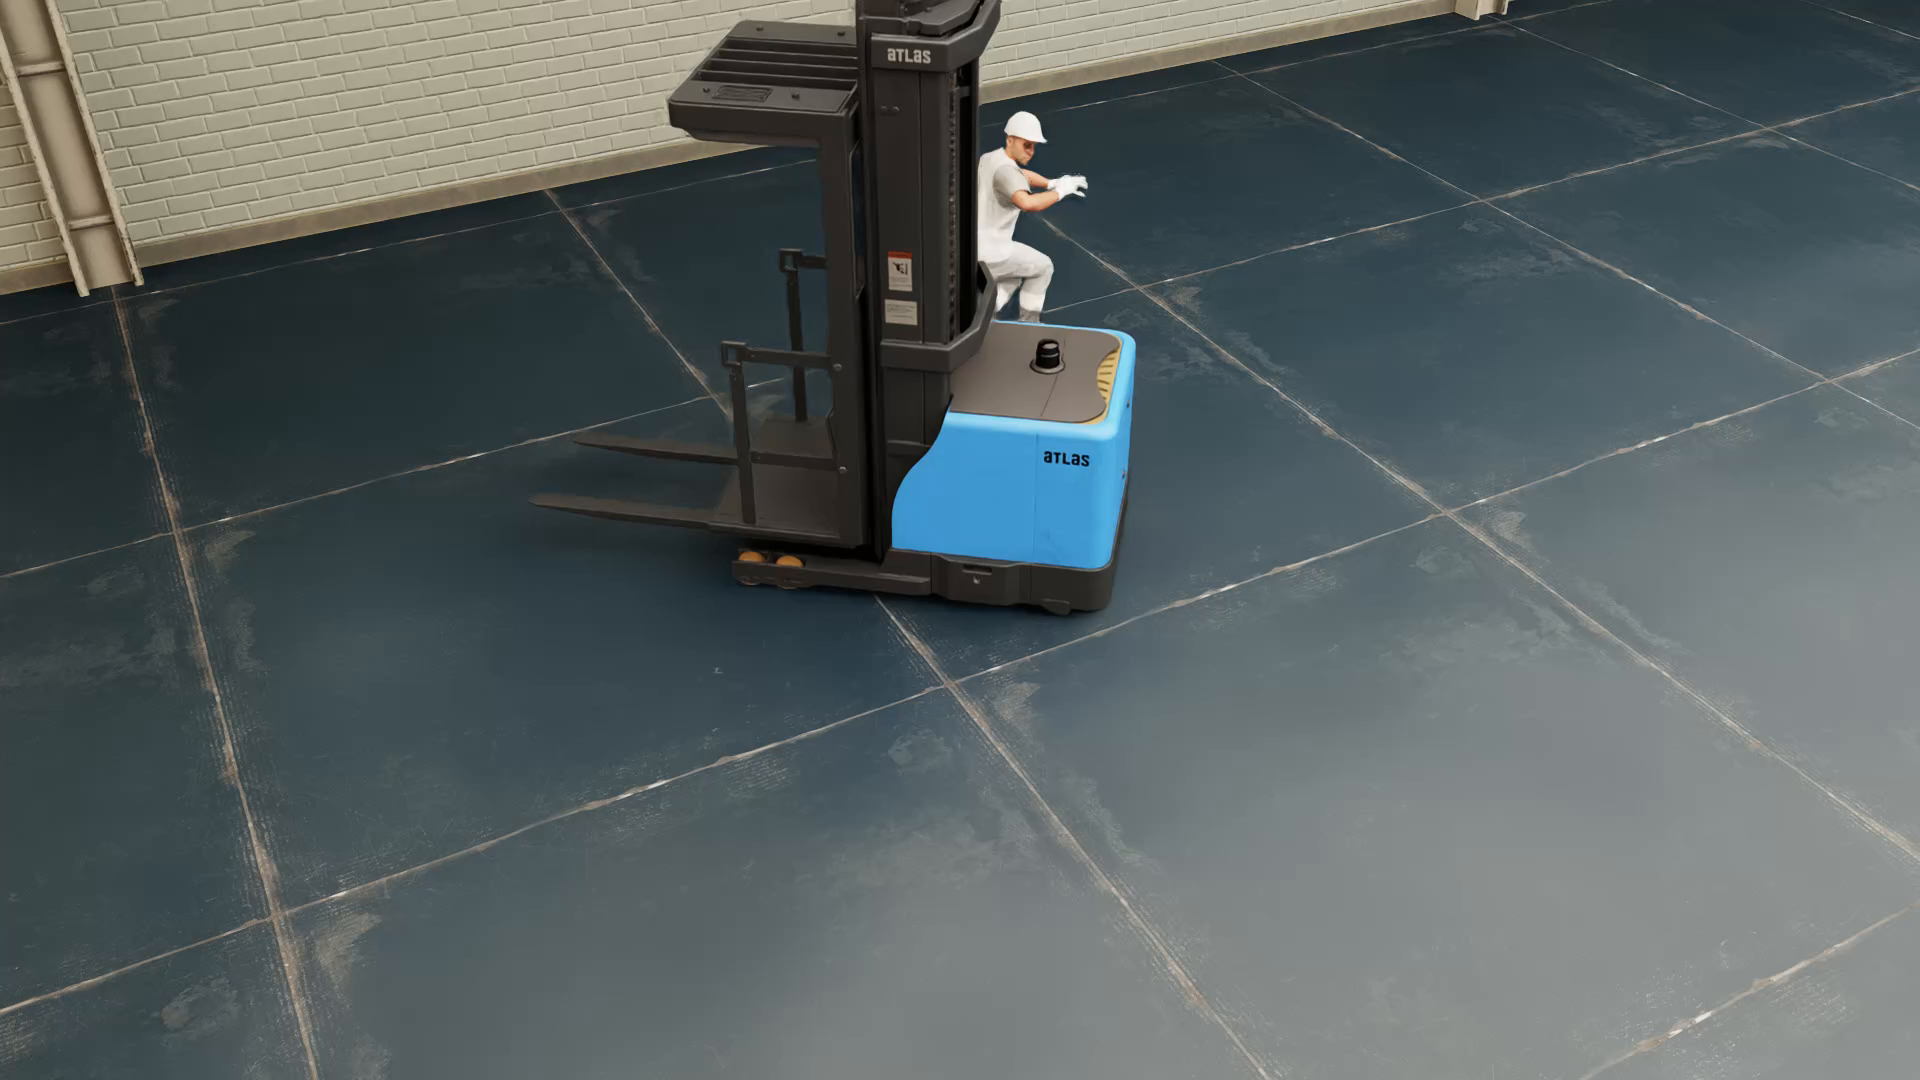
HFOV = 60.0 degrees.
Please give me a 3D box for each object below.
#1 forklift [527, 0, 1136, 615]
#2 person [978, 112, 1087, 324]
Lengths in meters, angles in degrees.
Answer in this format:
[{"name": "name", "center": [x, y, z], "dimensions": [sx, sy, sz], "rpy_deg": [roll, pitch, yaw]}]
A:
[{"name": "forklift", "center": [-0.681, -1.243, 7.881], "dimensions": [3.031, 2.935, 1.130], "rpy_deg": [6, 36, 9]}, {"name": "person", "center": [0.459, -1.843, 9.986], "dimensions": [1.021, 1.483, 0.788], "rpy_deg": [-23, 41, -29]}]
